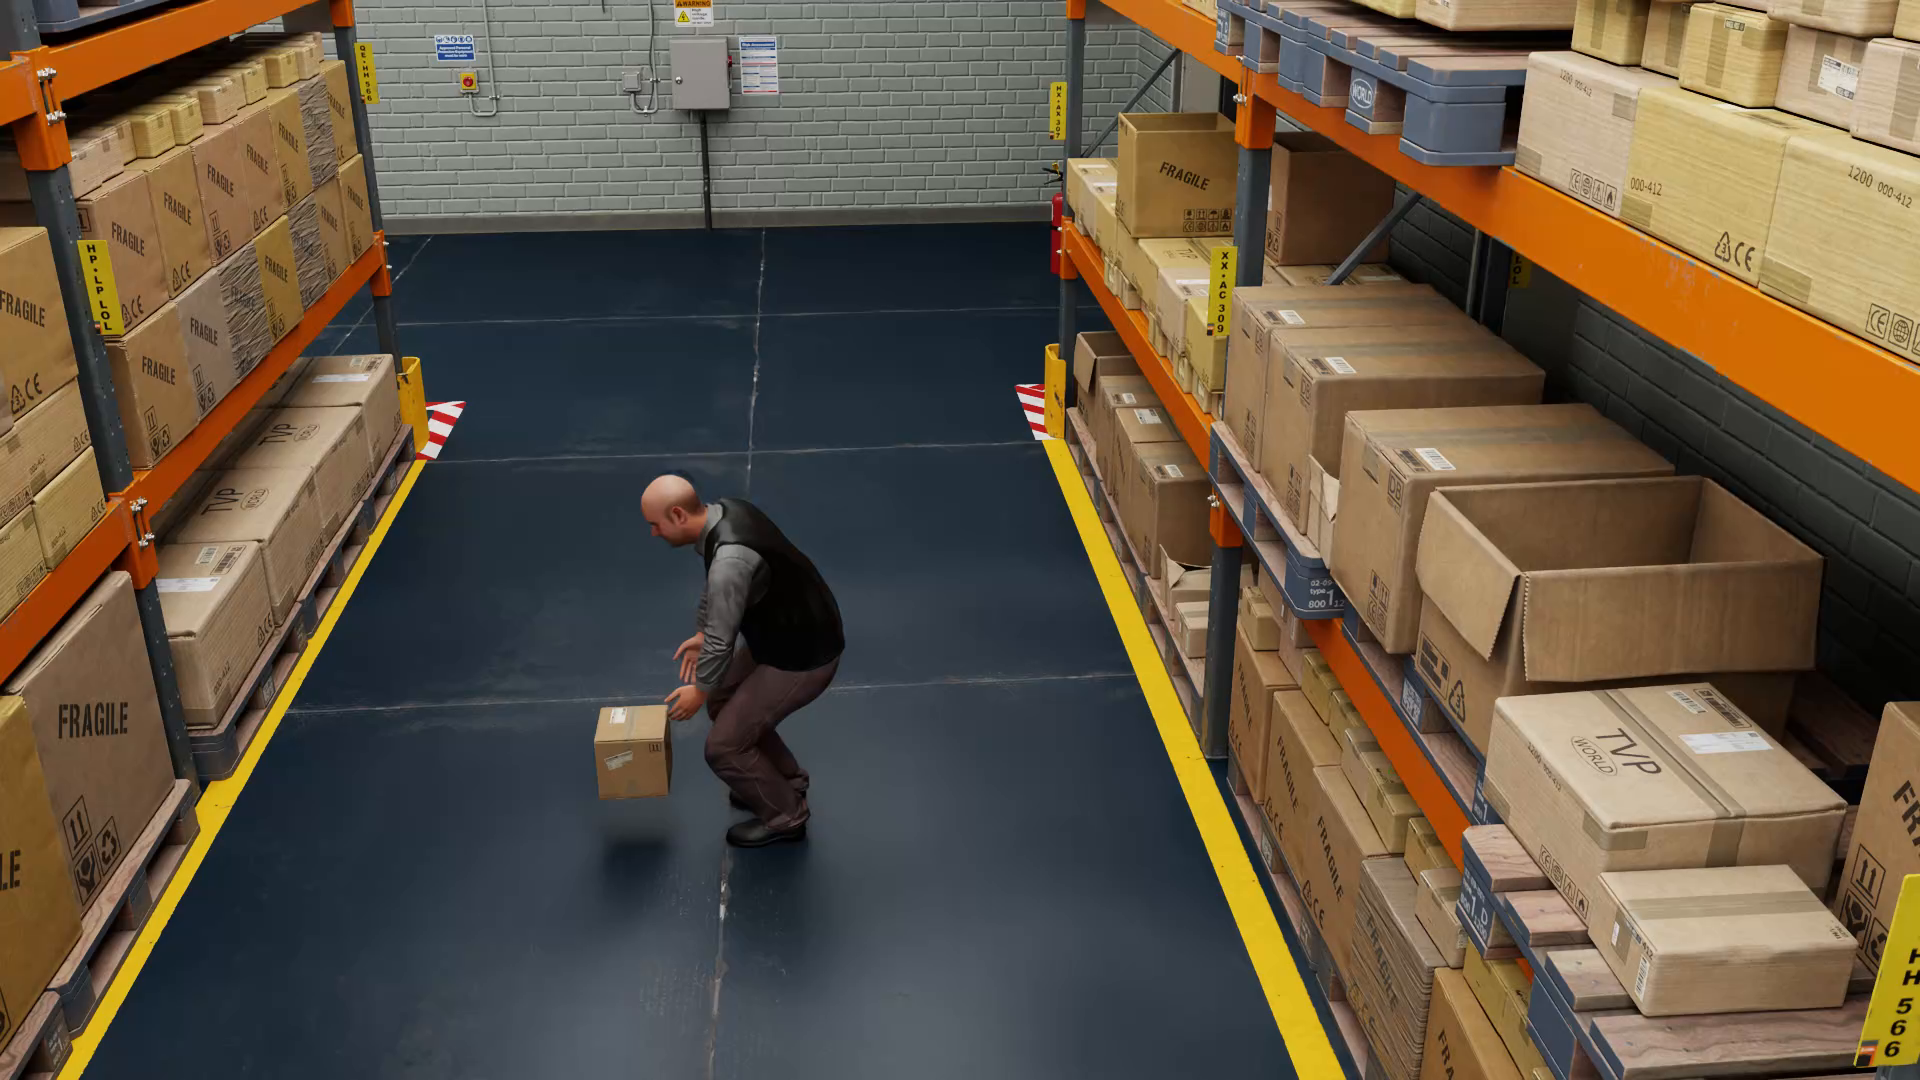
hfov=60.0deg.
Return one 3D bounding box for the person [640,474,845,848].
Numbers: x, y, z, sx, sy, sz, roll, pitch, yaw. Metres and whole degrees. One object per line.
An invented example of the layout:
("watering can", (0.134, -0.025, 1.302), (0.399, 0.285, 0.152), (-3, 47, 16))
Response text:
("person", (-0.760, 0.429, 6.023), (0.689, 1.428, 0.591), (-2, 24, -5))
